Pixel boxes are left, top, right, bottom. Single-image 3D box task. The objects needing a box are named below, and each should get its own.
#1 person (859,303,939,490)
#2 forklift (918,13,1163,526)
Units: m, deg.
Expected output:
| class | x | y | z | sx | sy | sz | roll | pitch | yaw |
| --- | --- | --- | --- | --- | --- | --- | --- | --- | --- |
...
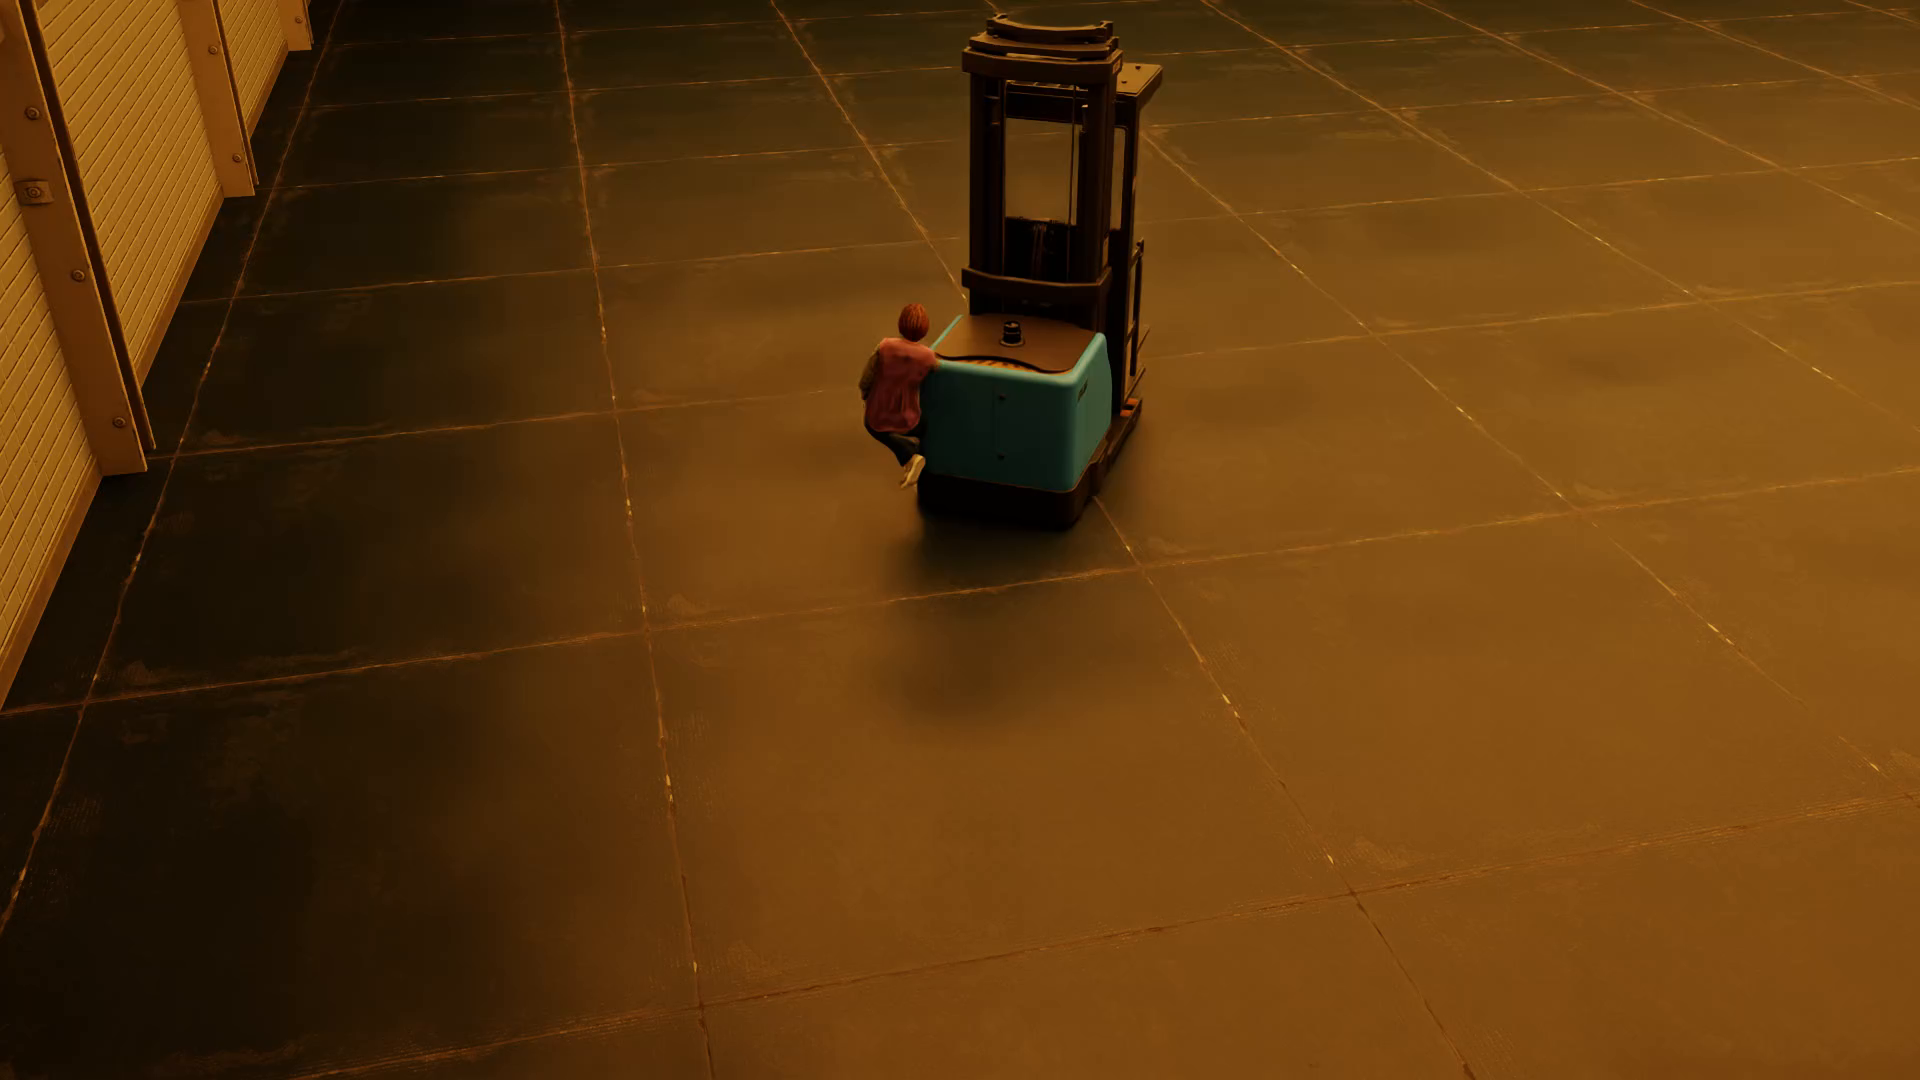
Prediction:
| class | x | y | z | sx | sy | sz | roll | pitch | yaw |
| --- | --- | --- | --- | --- | --- | --- | --- | --- | --- |
| person | -0.286 | -0.822 | 10.573 | 0.682 | 1.340 | 0.597 | 0 | 30 | 0 |
| forklift | 0.678 | -2.085 | 11.176 | 1.130 | 2.935 | 3.031 | 9 | 31 | 16 |
